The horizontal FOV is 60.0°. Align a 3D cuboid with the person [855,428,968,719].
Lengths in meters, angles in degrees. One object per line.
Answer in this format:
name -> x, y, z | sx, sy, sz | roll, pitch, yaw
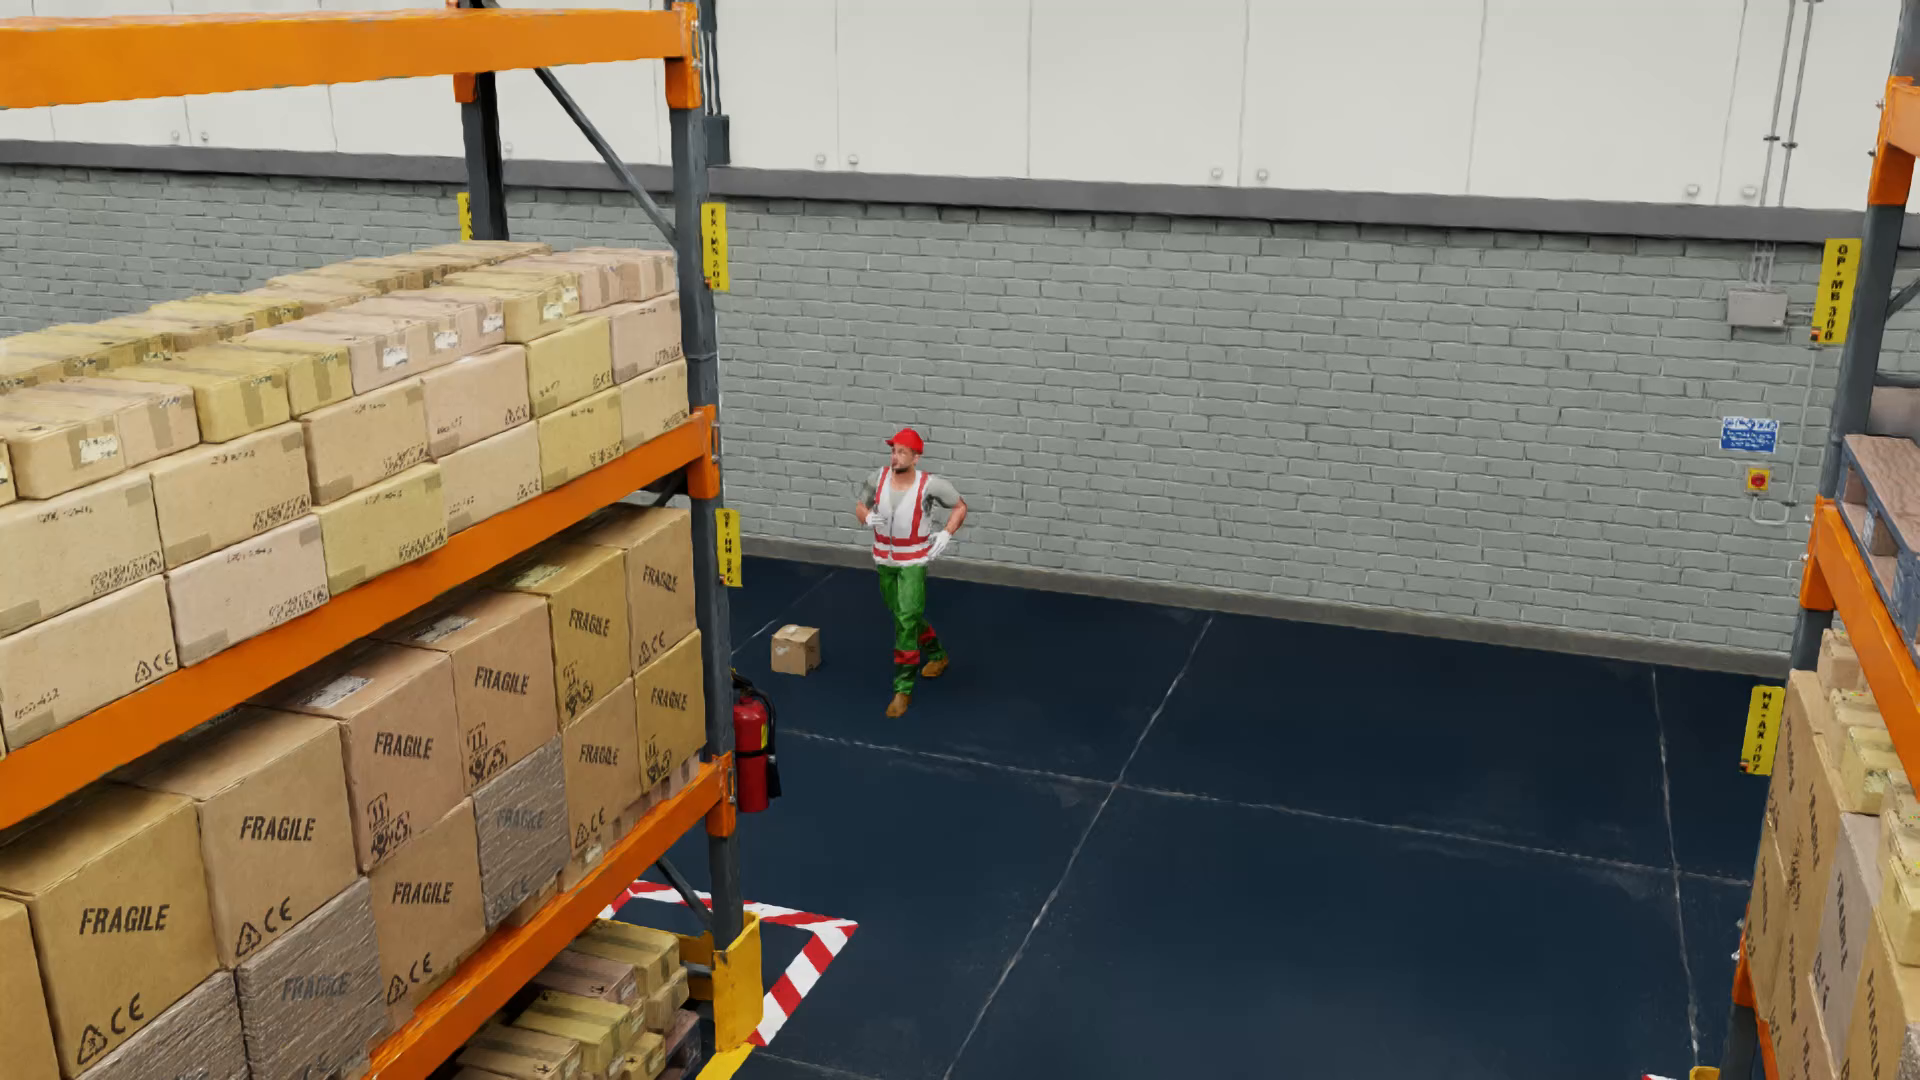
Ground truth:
person -> -0.432, 0.154, 10.707 | 0.667, 1.729, 0.924 | 11, 21, 30
